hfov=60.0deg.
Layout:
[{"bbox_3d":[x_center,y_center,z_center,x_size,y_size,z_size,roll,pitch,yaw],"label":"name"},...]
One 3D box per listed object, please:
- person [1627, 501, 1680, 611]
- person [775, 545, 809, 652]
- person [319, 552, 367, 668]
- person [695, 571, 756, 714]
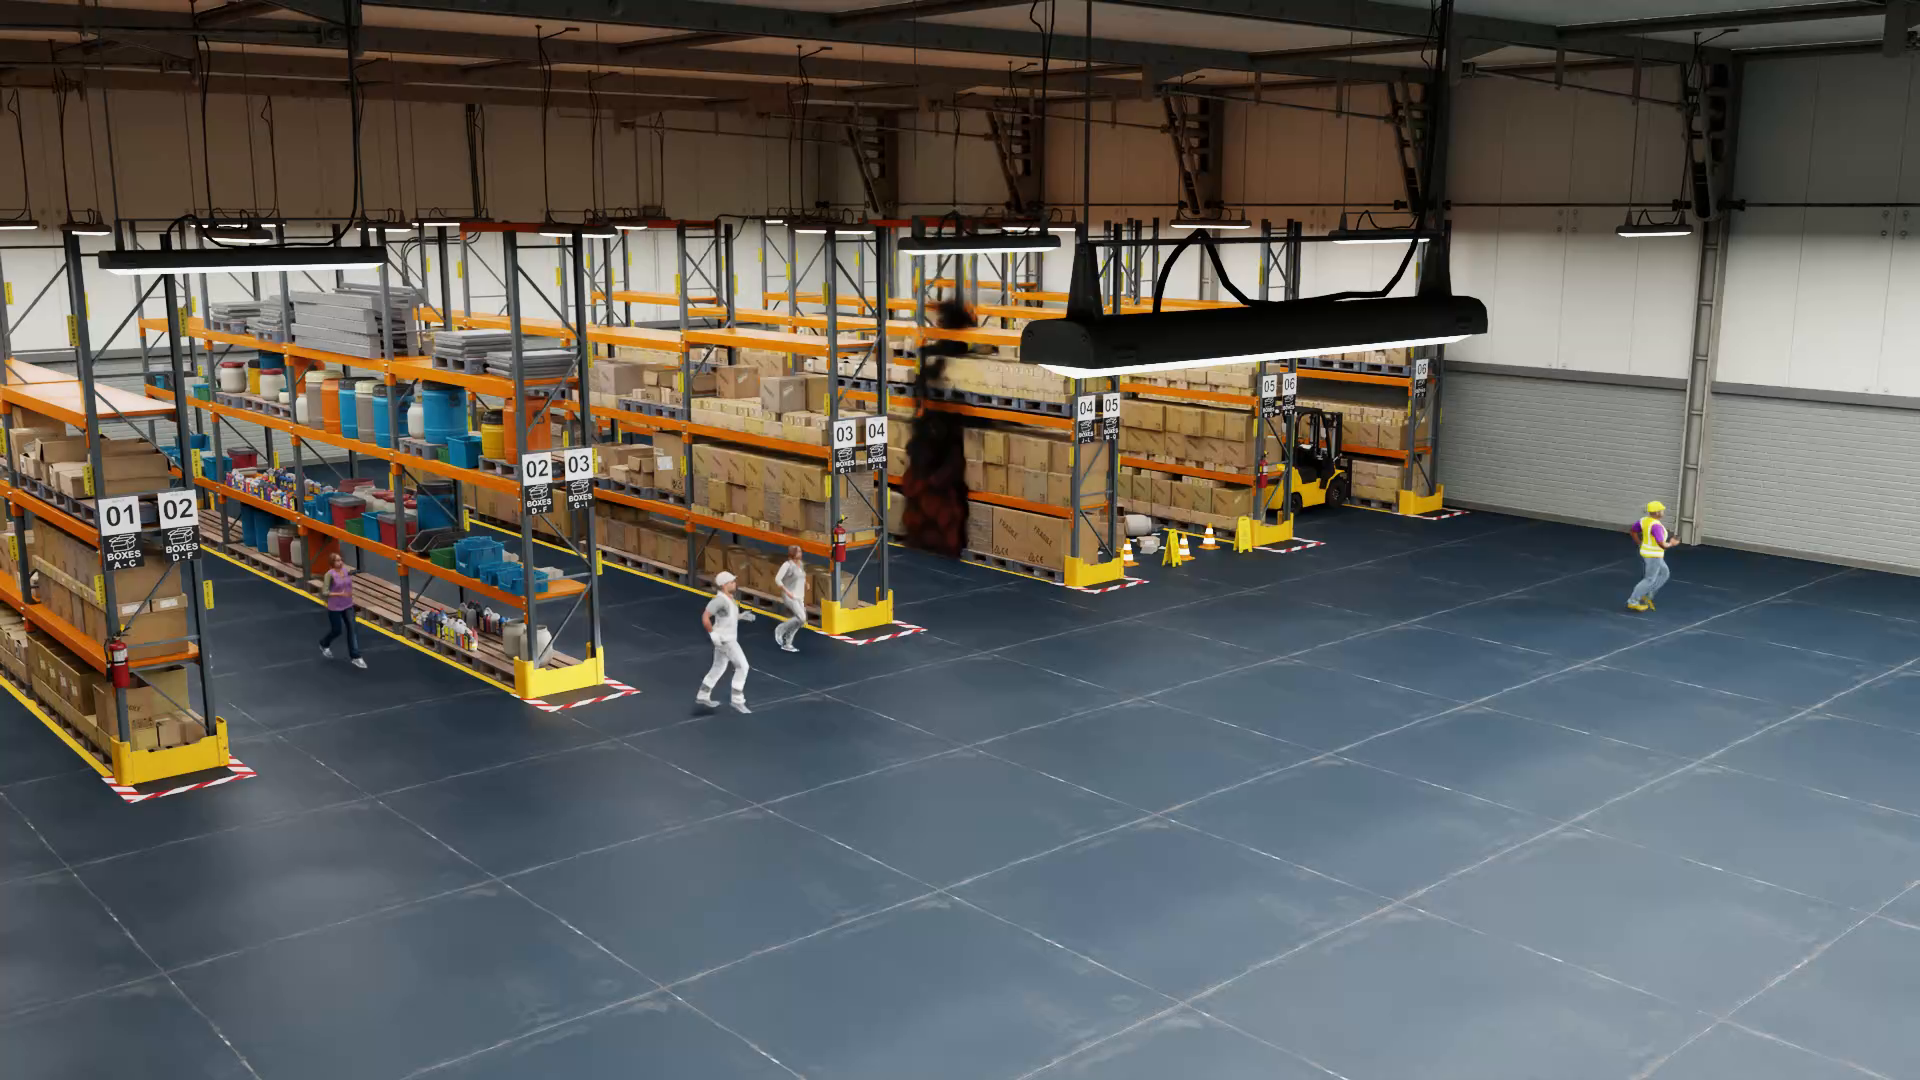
[{"bbox_3d":[10.889,0.269,26.097,0.711,1.784,0.671,2,12,8],"label":"person"},{"bbox_3d":[-2.368,0.825,23.961,0.481,1.529,0.556,6,13,27],"label":"person"},{"bbox_3d":[-8.588,0.959,23.012,0.878,1.582,0.537,7,13,32],"label":"person"},{"bbox_3d":[-2.966,1.298,20.986,0.787,1.844,0.636,-2,12,-9],"label":"person"}]
